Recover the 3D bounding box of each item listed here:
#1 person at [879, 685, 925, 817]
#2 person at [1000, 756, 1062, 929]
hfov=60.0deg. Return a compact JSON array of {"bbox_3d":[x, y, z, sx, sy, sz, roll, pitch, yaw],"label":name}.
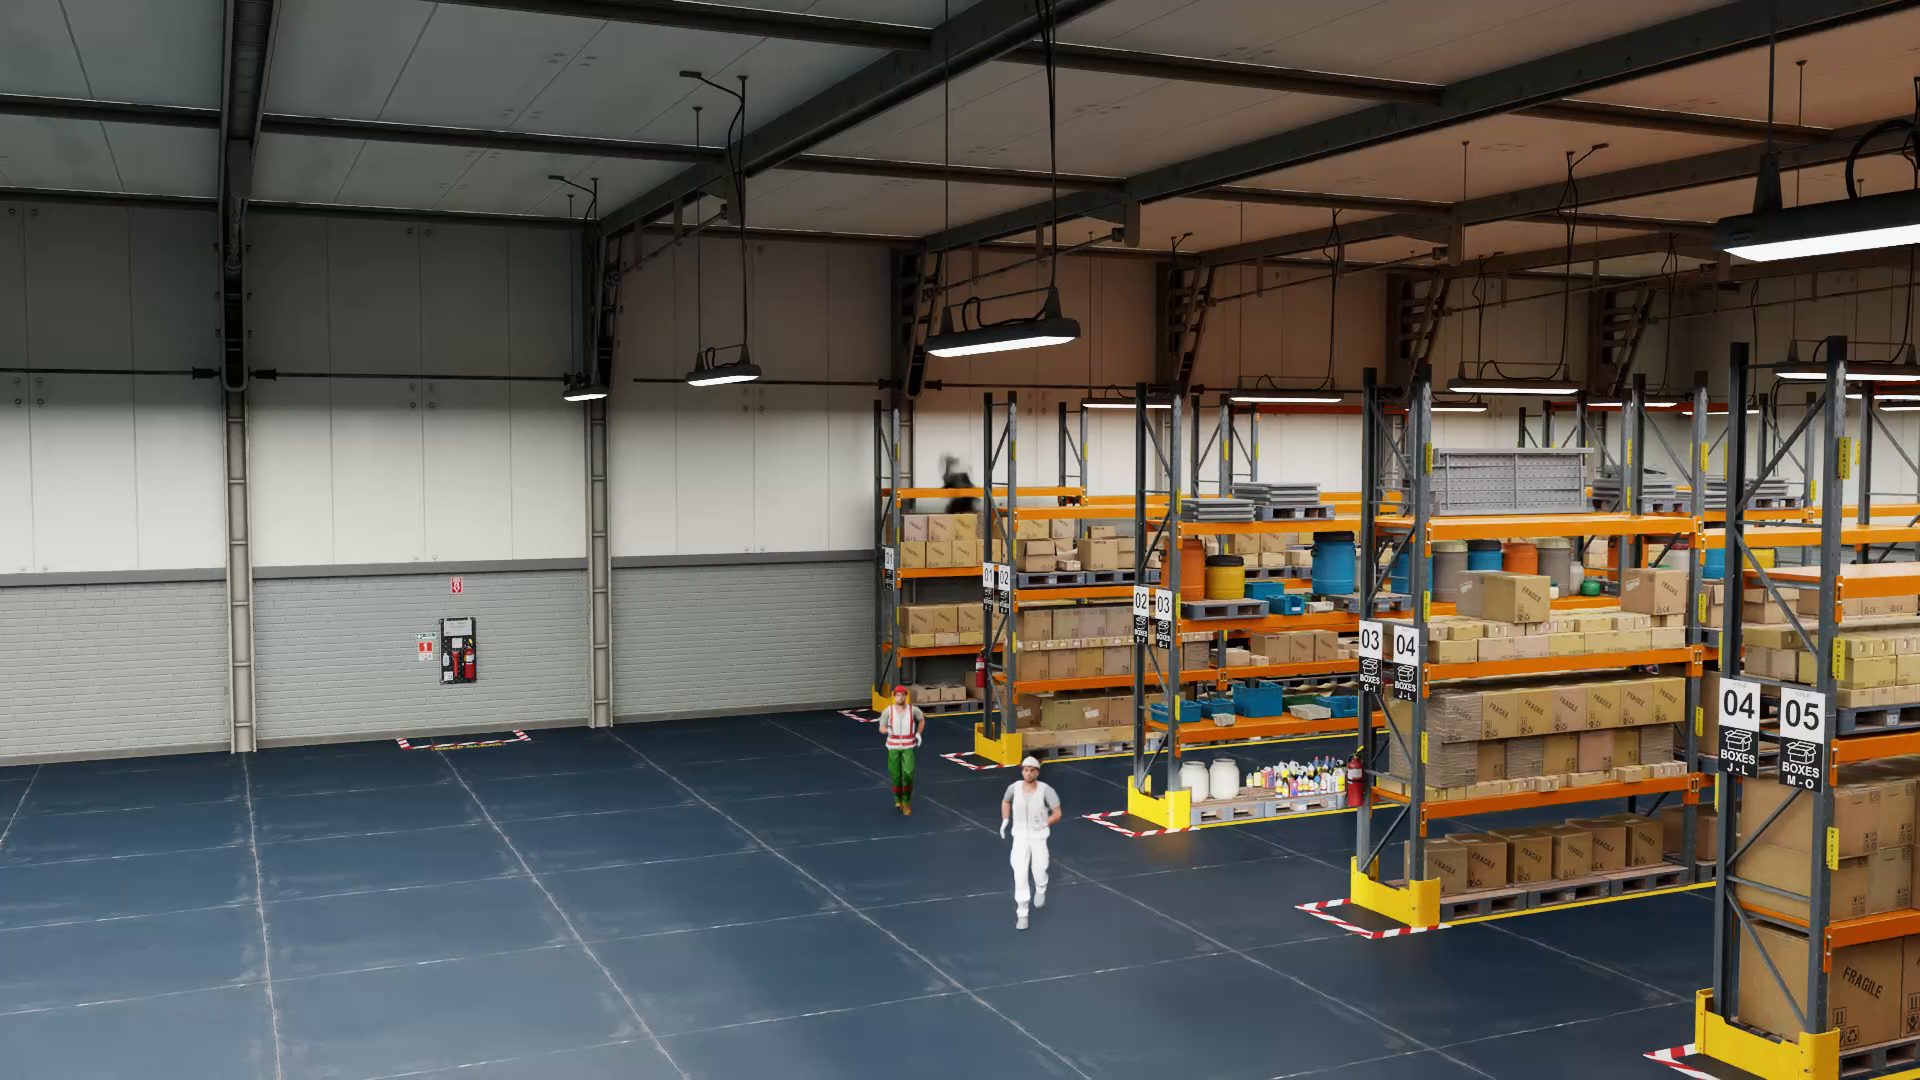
[{"bbox_3d":[-0.812,2.930,23.112,0.631,1.820,0.689,0,3,1],"label":"person"},{"bbox_3d":[0.757,3.208,17.920,0.678,1.768,0.976,1,3,11],"label":"person"}]
